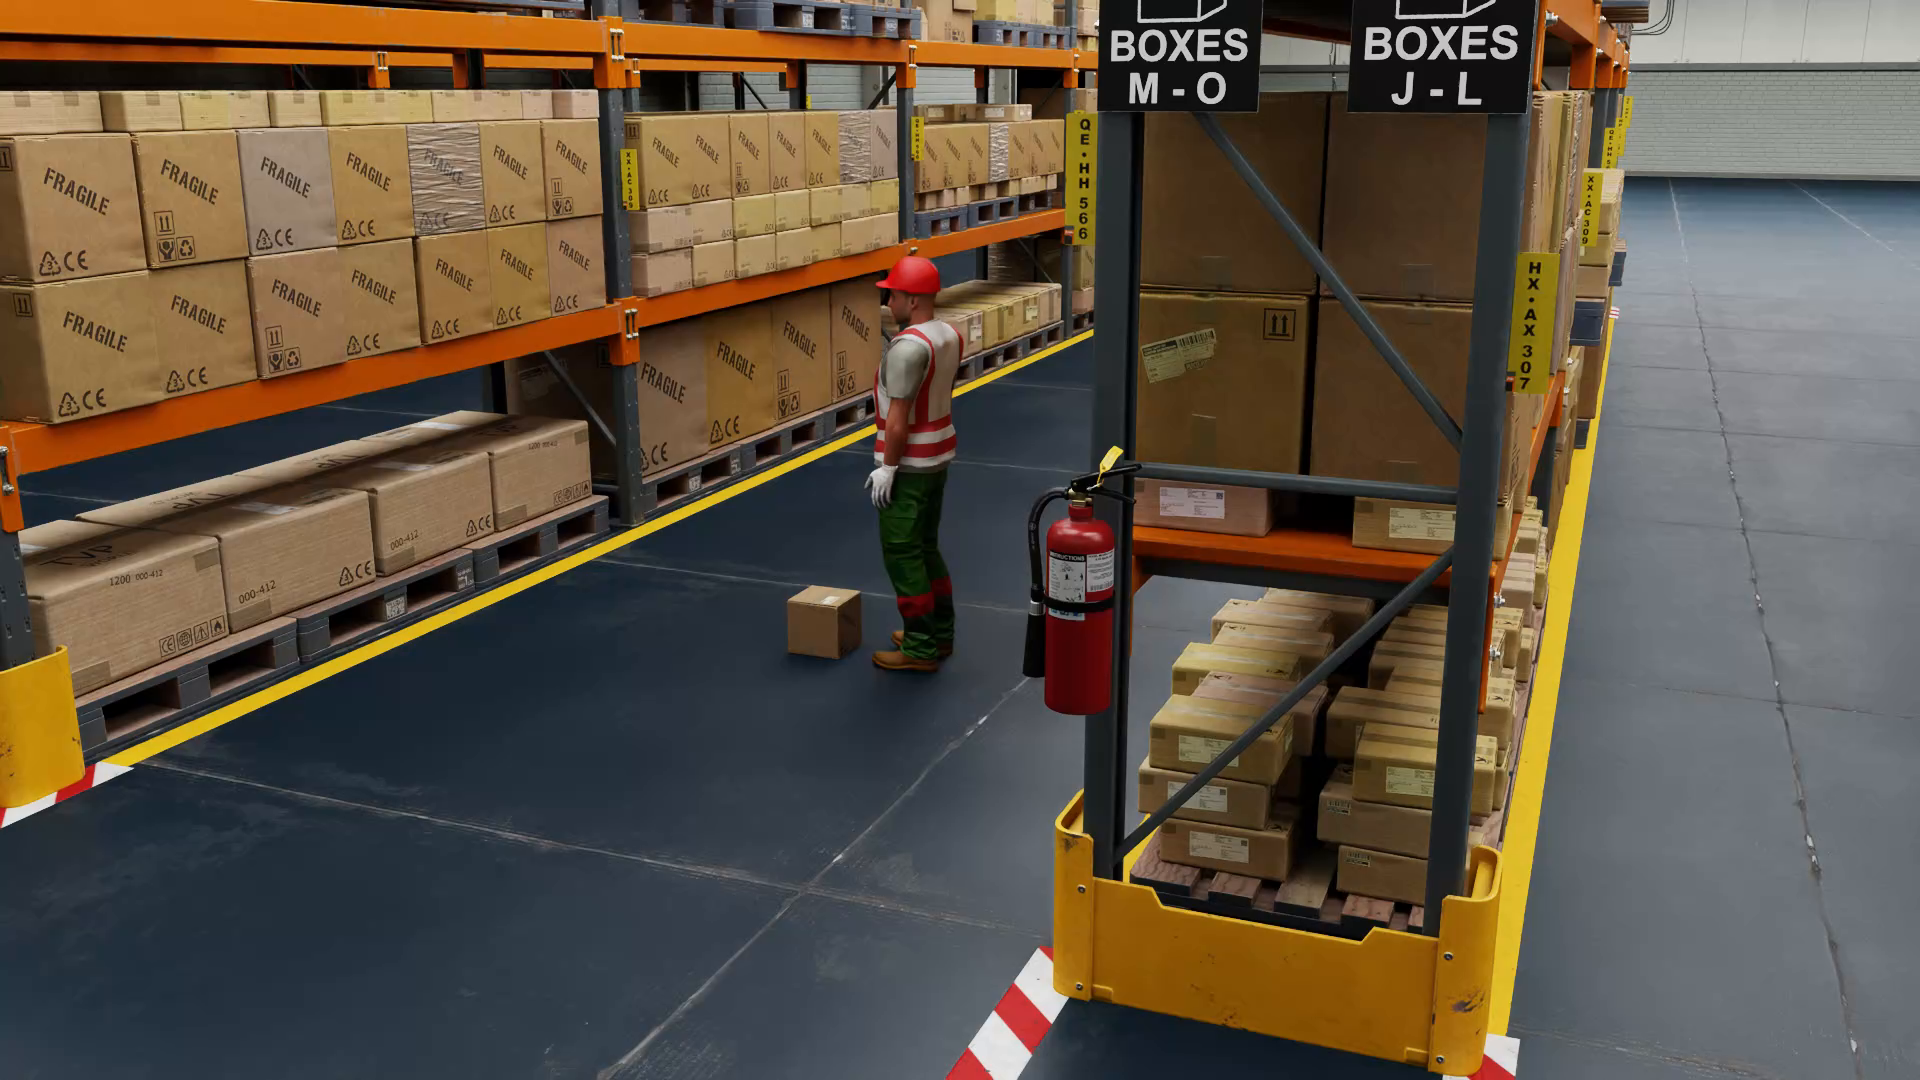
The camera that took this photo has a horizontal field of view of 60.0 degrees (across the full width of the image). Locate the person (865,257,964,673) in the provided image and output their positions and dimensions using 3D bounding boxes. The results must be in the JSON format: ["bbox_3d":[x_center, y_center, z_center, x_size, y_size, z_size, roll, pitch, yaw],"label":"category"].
[{"bbox_3d":[-0.204,-0.321,7.167,0.356,1.785,0.526,6,16,22],"label":"person"}]
